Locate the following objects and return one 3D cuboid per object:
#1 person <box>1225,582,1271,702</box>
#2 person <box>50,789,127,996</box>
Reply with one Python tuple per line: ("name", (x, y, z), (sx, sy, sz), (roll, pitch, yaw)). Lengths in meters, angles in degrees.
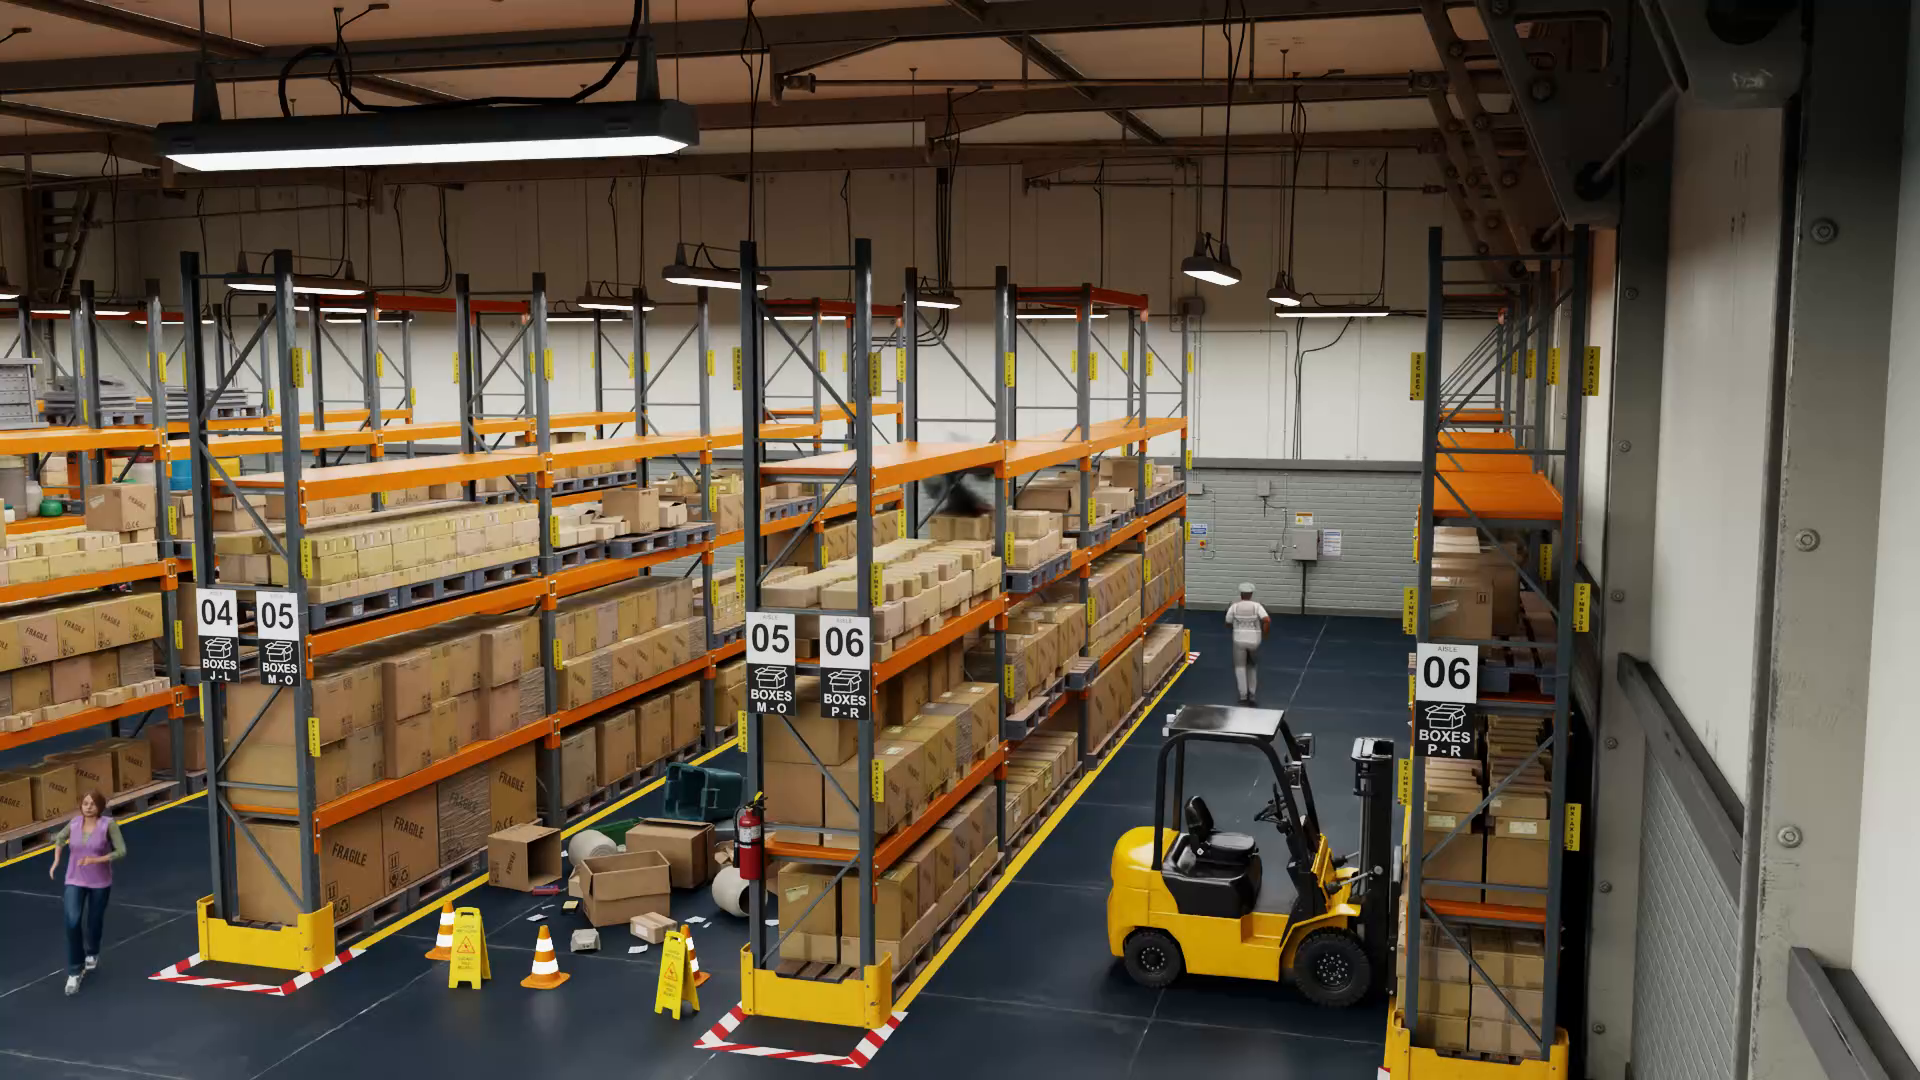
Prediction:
("person", (4.228, 1.553, 24.550), (0.632, 1.848, 0.769), (0, 6, 2))
("person", (-7.168, 2.859, 13.708), (0.570, 1.636, 0.615), (-3, 7, -24))
